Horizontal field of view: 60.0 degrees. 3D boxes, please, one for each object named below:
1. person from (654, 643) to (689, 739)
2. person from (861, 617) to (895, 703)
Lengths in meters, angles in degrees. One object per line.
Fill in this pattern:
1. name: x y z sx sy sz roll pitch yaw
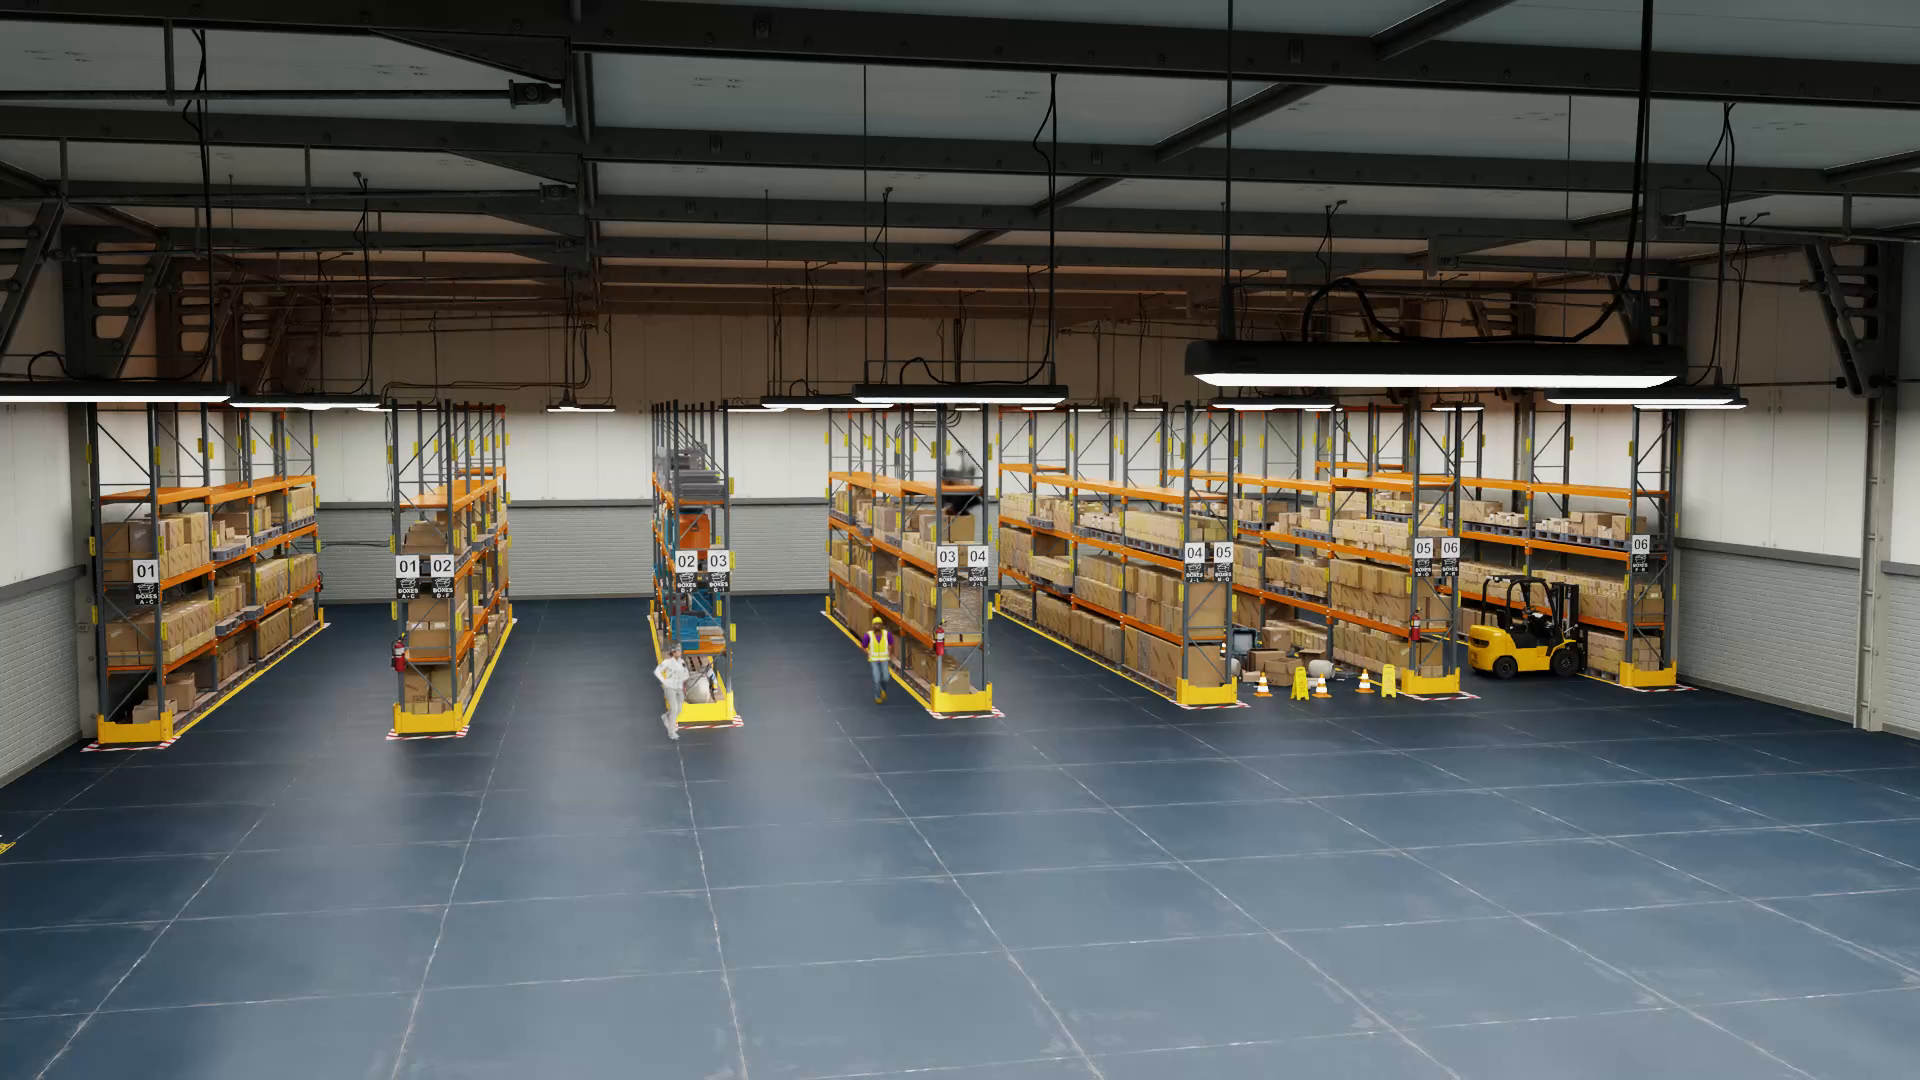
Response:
1. person: -5.119 2.677 29.789 0.827 1.667 0.643 4 6 42
2. person: -1.603 2.380 32.842 0.674 1.721 0.569 -1 4 -9
